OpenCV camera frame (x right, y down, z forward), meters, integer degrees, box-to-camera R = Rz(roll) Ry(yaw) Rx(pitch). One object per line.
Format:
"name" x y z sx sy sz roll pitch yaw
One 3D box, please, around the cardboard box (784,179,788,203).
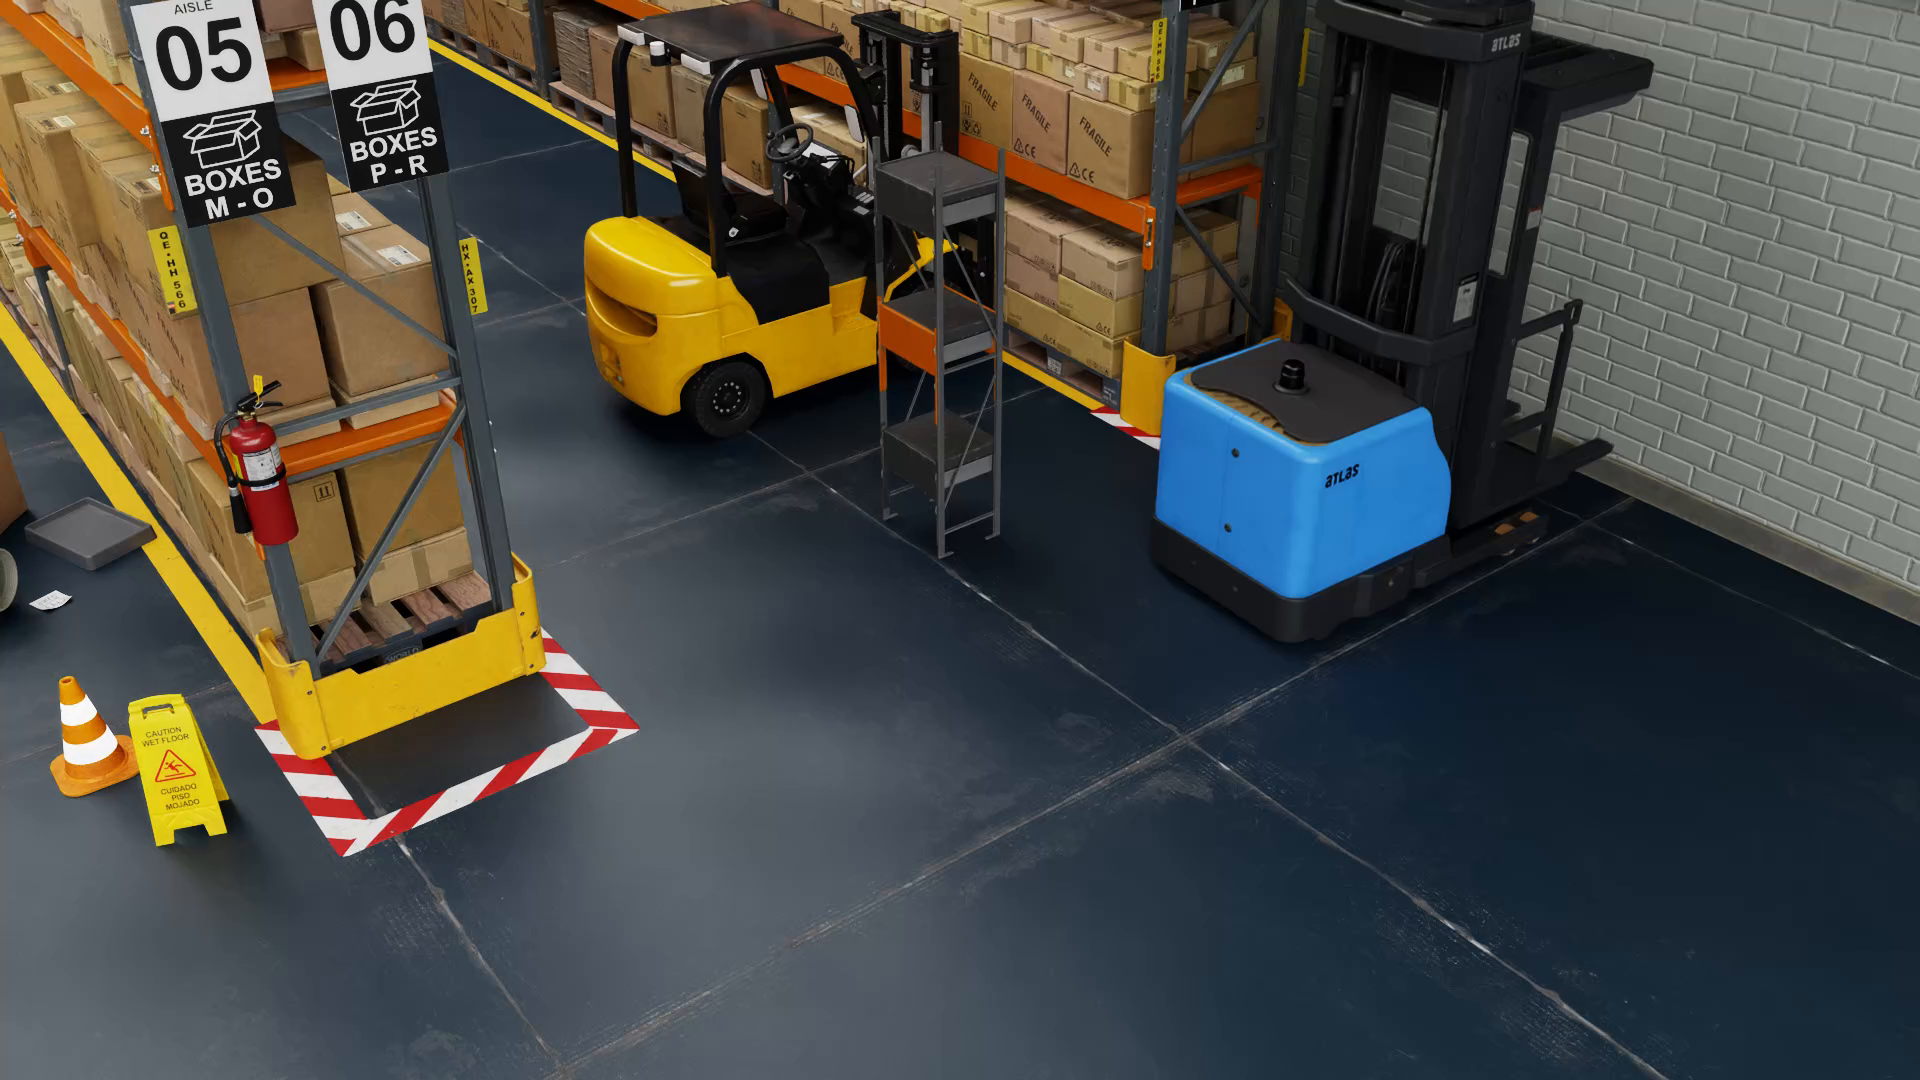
"cardboard box" -0.937 -2.511 12.158 0.500 0.250 0.500 -22 38 -31

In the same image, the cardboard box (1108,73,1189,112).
"cardboard box" 1.047 -2.514 9.245 0.380 0.149 0.250 -22 38 -31

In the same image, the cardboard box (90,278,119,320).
"cardboard box" -3.997 -1.228 8.122 0.380 0.149 0.250 -22 38 -32

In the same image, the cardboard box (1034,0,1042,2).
"cardboard box" 0.518 -3.450 10.470 0.380 0.149 0.250 -22 38 -31

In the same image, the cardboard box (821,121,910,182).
"cardboard box" -0.618 -2.725 11.555 0.500 0.250 0.500 -22 38 -31

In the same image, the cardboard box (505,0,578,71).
"cardboard box" -3.854 -4.700 15.445 0.500 0.500 0.500 -21 38 -30

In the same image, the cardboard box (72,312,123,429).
"cardboard box" -4.405 -0.978 8.979 0.500 0.500 0.500 -21 37 -30

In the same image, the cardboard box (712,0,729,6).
"cardboard box" -1.488 -3.871 12.282 0.500 0.250 0.500 -21 38 -30

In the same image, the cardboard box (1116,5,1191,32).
"cardboard box" 1.137 -3.021 9.780 0.380 0.149 0.250 -21 38 -31

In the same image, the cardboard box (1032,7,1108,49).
"cardboard box" 0.643 -2.989 9.727 0.380 0.149 0.250 -22 38 -31

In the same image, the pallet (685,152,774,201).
"pallet" -1.455 -2.919 13.250 1.003 0.211 1.213 -22 38 -31

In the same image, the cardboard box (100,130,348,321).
"cardboard box" -2.924 -1.271 6.629 0.700 0.500 0.500 -23 39 -33

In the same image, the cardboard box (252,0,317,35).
"cardboard box" -2.536 -2.167 6.414 0.500 0.250 0.500 -23 39 -32

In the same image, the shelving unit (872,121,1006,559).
"shelving unit" -0.101 -0.961 8.307 0.431 2.100 0.503 -22 38 -31

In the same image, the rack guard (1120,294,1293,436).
"rack guard" 1.495 -1.070 10.000 1.175 0.500 0.348 -22 38 -31

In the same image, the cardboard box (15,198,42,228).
"cardboard box" -4.951 -1.860 9.140 0.380 0.149 0.250 -22 38 -32

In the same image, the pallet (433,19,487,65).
"pallet" -4.597 -5.123 16.799 1.003 0.211 1.213 -22 38 -31

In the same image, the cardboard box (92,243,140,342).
"cardboard box" -3.596 -1.261 7.560 0.500 0.500 0.500 -22 38 -32

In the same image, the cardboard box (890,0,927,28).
"cardboard box" -0.222 -3.367 10.618 0.380 0.149 0.250 -24 39 -33

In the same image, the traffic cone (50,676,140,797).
"traffic cone" -3.721 0.781 7.054 0.336 0.463 0.334 -22 38 -31

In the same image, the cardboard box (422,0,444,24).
"cardboard box" -5.122 -5.557 16.826 0.500 0.500 0.500 -24 39 -33

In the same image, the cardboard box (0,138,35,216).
"cardboard box" -4.841 -2.097 8.907 0.500 0.500 0.500 -22 38 -32

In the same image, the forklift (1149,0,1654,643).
"forklift" 2.459 -1.369 8.176 3.031 2.935 1.130 -21 37 -30

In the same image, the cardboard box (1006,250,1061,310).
"cardboard box" 0.636 -1.679 10.345 0.500 0.250 0.500 -23 38 -32

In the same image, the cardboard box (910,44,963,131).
"cardboard box" 0.029 -2.944 10.552 0.500 0.500 0.500 -22 38 -31

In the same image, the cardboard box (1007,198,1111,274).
"cardboard box" 0.634 -1.879 10.193 0.500 0.250 0.500 -22 38 -31

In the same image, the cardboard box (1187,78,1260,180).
"cardboard box" 1.396 -2.481 9.807 0.500 0.500 0.500 -21 37 -30

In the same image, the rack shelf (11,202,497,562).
"rack shelf" -3.664 -1.063 8.300 1.077 0.370 4.000 -22 38 -31

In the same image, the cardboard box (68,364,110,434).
"cardboard box" -4.742 -0.879 9.530 0.500 0.250 0.500 -24 39 -33

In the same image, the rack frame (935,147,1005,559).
"rack frame" 0.048 -0.859 8.143 0.400 2.100 0.015 -22 38 -31

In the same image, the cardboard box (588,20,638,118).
"cardboard box" -2.646 -4.112 14.380 0.875 0.625 0.625 -21 37 -30

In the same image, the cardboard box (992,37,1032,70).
"cardboard box" 0.412 -2.942 9.934 0.380 0.149 0.250 -24 39 -33

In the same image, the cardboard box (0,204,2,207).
"cardboard box" -6.546 -2.387 11.844 0.950 0.372 0.625 -23 39 -32

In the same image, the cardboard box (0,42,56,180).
"cardboard box" -4.210 -2.104 7.970 0.700 0.500 0.500 -23 39 -32

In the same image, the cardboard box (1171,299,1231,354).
"cardboard box" 1.334 -1.421 10.402 0.500 0.250 0.500 -22 38 -31

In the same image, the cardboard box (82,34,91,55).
"cardboard box" -3.192 -1.975 6.483 0.380 0.149 0.250 -21 38 -30

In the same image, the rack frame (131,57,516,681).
"rack frame" -2.438 -0.535 6.768 1.000 3.000 0.127 -22 38 -31

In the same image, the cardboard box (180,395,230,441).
"cardboard box" -3.079 -0.584 7.086 0.380 0.149 0.250 -23 38 -32

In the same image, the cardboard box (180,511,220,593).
"cardboard box" -3.458 -0.013 8.137 0.500 0.250 0.500 -22 38 -31

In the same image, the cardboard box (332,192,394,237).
"cardboard box" -2.829 -1.206 7.472 0.500 0.500 0.500 -21 38 -30

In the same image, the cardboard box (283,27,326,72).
"cardboard box" -2.385 -1.946 6.435 0.380 0.149 0.250 -22 38 -31

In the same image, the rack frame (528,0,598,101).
"rack frame" -3.425 -5.476 14.725 1.000 3.000 0.127 -22 38 -31

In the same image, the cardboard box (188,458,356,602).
"cardboard box" -3.135 -0.113 7.587 0.500 0.500 0.500 -22 38 -31

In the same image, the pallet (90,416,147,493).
"pallet" -4.451 -0.749 9.756 1.003 0.211 1.213 -22 38 -31

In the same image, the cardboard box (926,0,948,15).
"cardboard box" 0.008 -3.416 10.415 0.380 0.149 0.250 -22 38 -31

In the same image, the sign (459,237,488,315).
"sign" -2.009 -1.078 6.822 0.100 0.325 0.005 -22 38 -31

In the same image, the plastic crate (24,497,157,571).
"plastic crate" -4.576 -0.042 8.742 0.583 0.080 0.402 18 36 27

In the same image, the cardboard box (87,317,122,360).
"cardboard box" -4.229 -1.077 8.523 0.380 0.149 0.250 -20 37 -29
